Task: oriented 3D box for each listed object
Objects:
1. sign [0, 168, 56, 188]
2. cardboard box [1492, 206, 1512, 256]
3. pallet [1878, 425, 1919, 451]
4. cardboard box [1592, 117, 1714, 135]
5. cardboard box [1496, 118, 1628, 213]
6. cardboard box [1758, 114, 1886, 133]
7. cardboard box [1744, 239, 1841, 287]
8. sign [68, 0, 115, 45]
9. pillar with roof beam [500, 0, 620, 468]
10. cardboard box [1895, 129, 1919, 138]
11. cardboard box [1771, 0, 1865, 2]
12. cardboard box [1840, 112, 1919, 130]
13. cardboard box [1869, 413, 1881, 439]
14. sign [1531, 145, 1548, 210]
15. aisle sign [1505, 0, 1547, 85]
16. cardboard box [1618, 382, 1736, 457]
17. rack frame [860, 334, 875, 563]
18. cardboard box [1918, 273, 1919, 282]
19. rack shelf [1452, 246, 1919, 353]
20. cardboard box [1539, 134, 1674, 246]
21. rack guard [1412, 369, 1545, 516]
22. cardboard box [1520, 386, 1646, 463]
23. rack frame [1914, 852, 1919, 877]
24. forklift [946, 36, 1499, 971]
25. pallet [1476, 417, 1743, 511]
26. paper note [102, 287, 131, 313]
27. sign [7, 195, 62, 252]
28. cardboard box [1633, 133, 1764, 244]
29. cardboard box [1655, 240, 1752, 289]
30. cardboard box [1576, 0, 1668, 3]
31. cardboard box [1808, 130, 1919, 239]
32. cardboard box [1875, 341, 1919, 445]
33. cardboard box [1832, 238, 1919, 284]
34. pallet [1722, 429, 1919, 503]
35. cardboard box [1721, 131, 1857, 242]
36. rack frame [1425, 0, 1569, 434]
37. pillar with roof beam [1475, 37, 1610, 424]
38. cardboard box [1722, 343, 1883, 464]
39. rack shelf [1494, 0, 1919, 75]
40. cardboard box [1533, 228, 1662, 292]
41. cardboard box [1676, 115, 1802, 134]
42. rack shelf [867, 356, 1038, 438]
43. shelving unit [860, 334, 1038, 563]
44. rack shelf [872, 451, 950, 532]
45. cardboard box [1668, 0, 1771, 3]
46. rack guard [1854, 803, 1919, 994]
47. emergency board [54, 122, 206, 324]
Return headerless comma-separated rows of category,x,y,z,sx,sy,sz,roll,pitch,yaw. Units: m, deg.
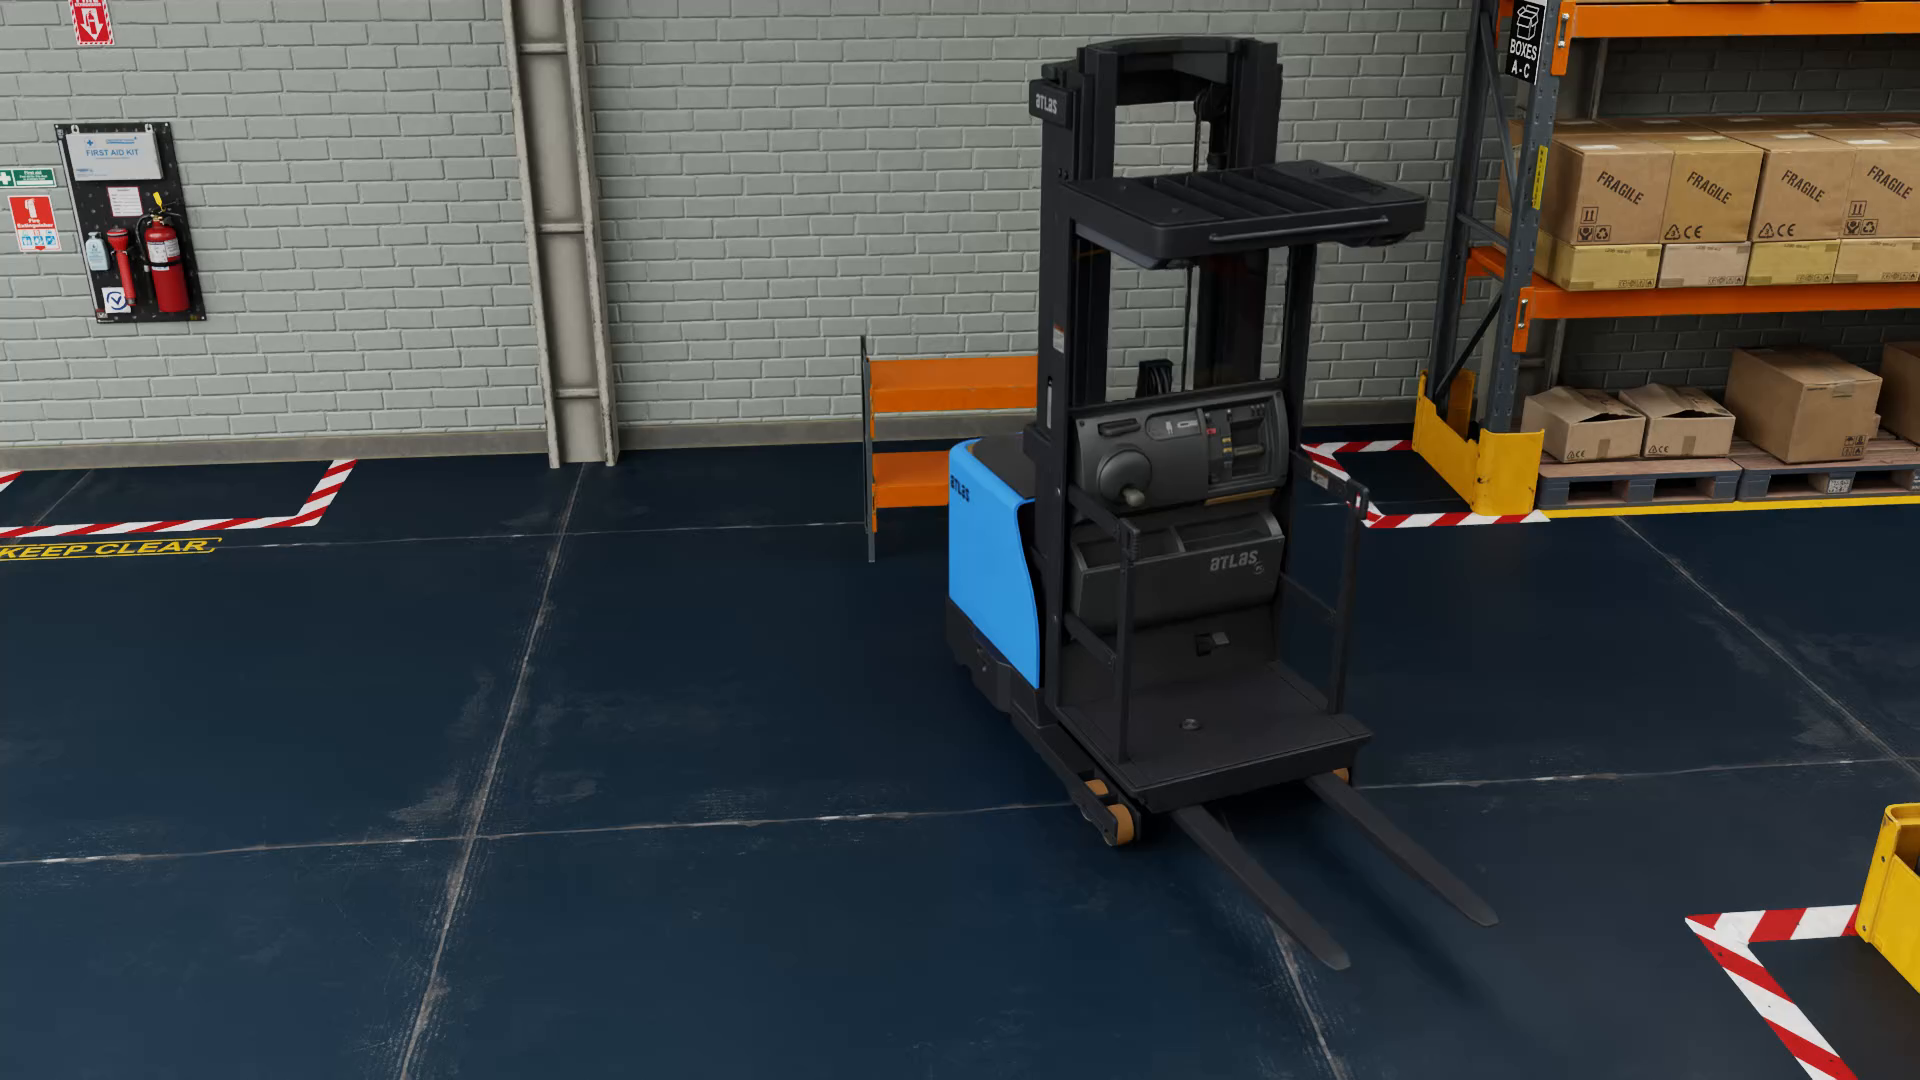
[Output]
sign,-5.361,-2.075,9.528,0.331,0.109,0.001,-2,24,-5
cardboard box,3.463,-1.783,9.728,0.500,0.250,0.500,-2,24,-4
pallet,6.332,-0.590,10.317,1.213,0.211,1.003,-2,24,-5
cardboard box,3.967,-2.149,9.629,0.500,0.500,0.500,-2,24,-4
cardboard box,3.465,-2.133,9.593,0.500,0.500,0.500,-3,24,-6
cardboard box,4.982,-2.192,9.725,0.500,0.500,0.500,-2,24,-4
cardboard box,4.556,-1.621,9.365,0.500,0.250,0.500,-3,24,-6
sign,-4.824,-2.899,9.226,0.199,0.298,0.001,-2,24,-5
pillar with roof beam,-1.920,-2.885,4.661,0.400,9.000,9.100,-2,24,-5
cardboard box,5.559,-2.006,9.308,0.500,0.500,0.500,-3,24,-7
cardboard box,4.428,-3.112,8.719,0.500,0.500,0.500,-1,24,-3
cardboard box,5.497,-2.217,9.782,0.500,0.500,0.500,-2,24,-4
cardboard box,5.403,-0.747,10.207,0.250,0.149,0.380,-4,24,-9
sign,3.070,-1.922,8.814,0.005,0.325,0.100,-2,24,-5
aisle sign,2.974,-2.809,8.676,0.004,0.787,0.394,-2,24,-5
cardboard box,4.281,-0.732,9.972,0.500,0.311,0.500,0,24,-1
rack frame,-0.499,-0.494,8.976,0.032,1.125,0.500,-2,24,-5
cardboard box,5.560,-1.661,9.454,0.500,0.250,0.500,-2,24,-5
rack shelf,5.007,-1.496,9.809,4.000,0.370,1.077,-2,24,-5
cardboard box,3.521,-1.926,9.127,0.500,0.500,0.500,-2,24,-5
rack guard,3.092,-0.606,9.998,0.348,0.500,1.175,-2,24,-5
cardboard box,3.714,-0.709,9.920,0.500,0.311,0.500,-5,24,-11
rack frame,3.507,0.257,4.979,0.127,3.000,1.000,-2,24,-5
forklift,0.968,-0.331,6.387,1.130,2.935,3.031,-10,26,-21
pallet,3.904,-0.492,10.097,1.213,0.211,1.003,-2,24,-5
paper note,-4.989,-1.418,9.833,0.142,0.148,0.016,-2,24,-5
sign,-5.366,-1.836,9.644,0.234,0.329,0.001,-2,24,-5
cardboard box,4.014,-1.942,9.162,0.500,0.500,0.500,-2,24,-5
cardboard box,4.049,-1.603,9.325,0.500,0.250,0.500,-3,24,-7
cardboard box,3.374,-3.083,8.652,0.500,0.500,0.500,-2,24,-4
cardboard box,5.041,-1.985,9.260,0.500,0.500,0.500,-2,24,-3
cardboard box,5.968,-0.906,10.131,0.500,0.500,0.500,-4,24,-9
cardboard box,5.059,-1.641,9.408,0.500,0.250,0.500,-2,24,-5
pallet,5.115,-0.540,10.204,1.213,0.211,1.003,-2,24,-5
cardboard box,4.529,-1.960,9.203,0.500,0.500,0.500,-3,24,-7
rack frame,3.016,-1.745,9.483,0.127,3.000,1.000,-2,24,-5
pillar with roof beam,4.051,-3.124,5.200,0.400,9.000,9.100,-2,24,-5
cardboard box,5.016,-0.827,9.954,0.500,0.500,0.700,-4,24,-8
rack shelf,5.007,-2.867,9.200,4.000,0.370,1.077,-2,24,-5
cardboard box,3.533,-1.577,9.265,0.500,0.250,0.500,-3,24,-7
cardboard box,4.481,-2.172,9.680,0.500,0.500,0.500,-3,24,-7
rack shelf,0.007,-0.782,8.903,1.000,0.278,0.538,-2,24,-5
shelving unit,0.007,-0.514,9.022,1.048,1.125,0.538,-2,24,-5
rack shelf,0.007,-0.291,9.121,1.000,0.278,0.538,-2,24,-5
cardboard box,3.912,-3.090,8.668,0.500,0.500,0.500,-1,24,-2
rack guard,3.483,1.400,5.485,0.348,0.500,1.175,-2,24,-5
emergency board,-4.806,-1.800,9.607,0.643,1.169,0.194,-2,24,-5
